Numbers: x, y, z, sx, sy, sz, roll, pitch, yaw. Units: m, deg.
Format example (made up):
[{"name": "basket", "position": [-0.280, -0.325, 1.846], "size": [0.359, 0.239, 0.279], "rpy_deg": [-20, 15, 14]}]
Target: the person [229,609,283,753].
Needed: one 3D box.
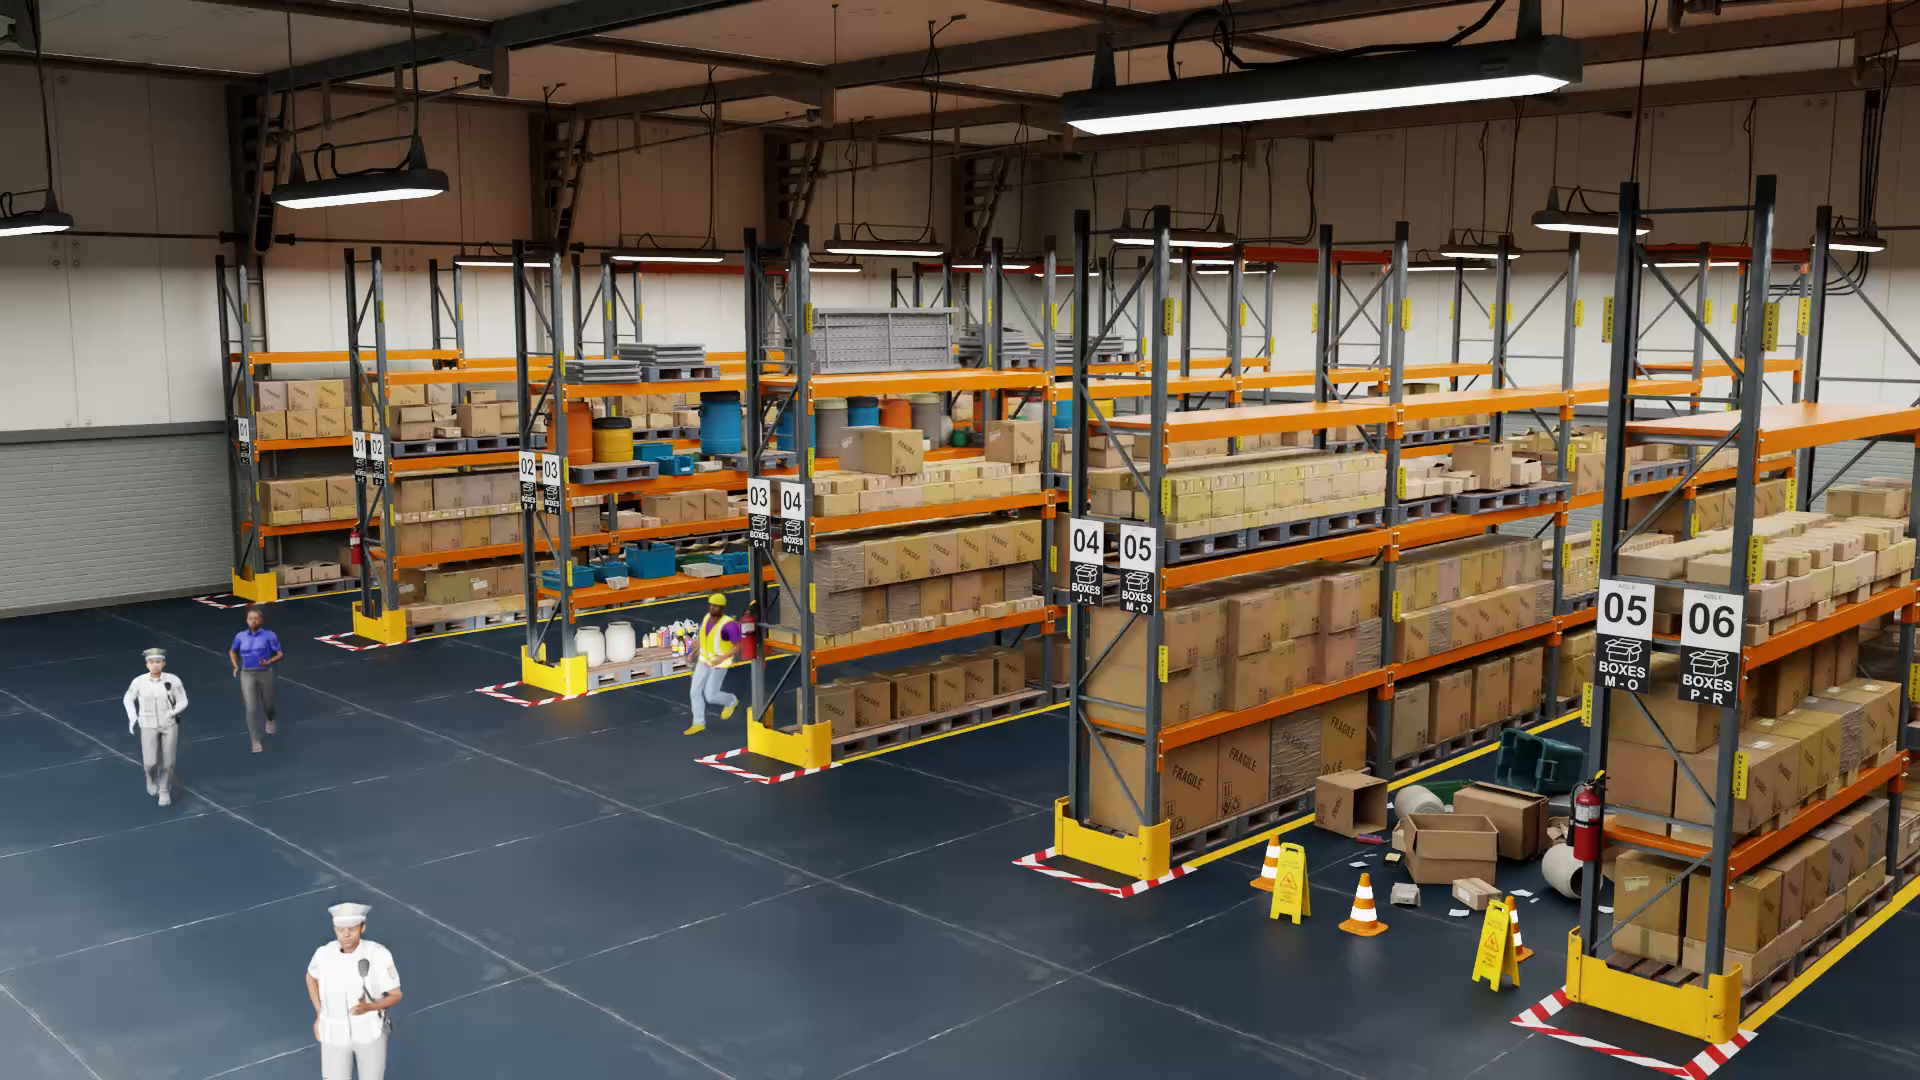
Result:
[{"name": "person", "position": [-8.228, 1.617, 19.465], "size": [0.588, 1.612, 0.834], "rpy_deg": [-3, 9, -18]}]

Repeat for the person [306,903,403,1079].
[{"name": "person", "position": [-3.554, 2.948, 9.772], "size": [0.567, 1.740, 0.781], "rpy_deg": [-2, 8, -13]}]

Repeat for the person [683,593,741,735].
[{"name": "person", "position": [-2.938, 1.487, 20.139], "size": [0.746, 1.735, 0.764], "rpy_deg": [6, 10, 35]}]

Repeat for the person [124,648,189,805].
[{"name": "person", "position": [-8.266, 1.932, 17.135], "size": [0.605, 1.659, 0.535], "rpy_deg": [-4, 9, -25]}]
